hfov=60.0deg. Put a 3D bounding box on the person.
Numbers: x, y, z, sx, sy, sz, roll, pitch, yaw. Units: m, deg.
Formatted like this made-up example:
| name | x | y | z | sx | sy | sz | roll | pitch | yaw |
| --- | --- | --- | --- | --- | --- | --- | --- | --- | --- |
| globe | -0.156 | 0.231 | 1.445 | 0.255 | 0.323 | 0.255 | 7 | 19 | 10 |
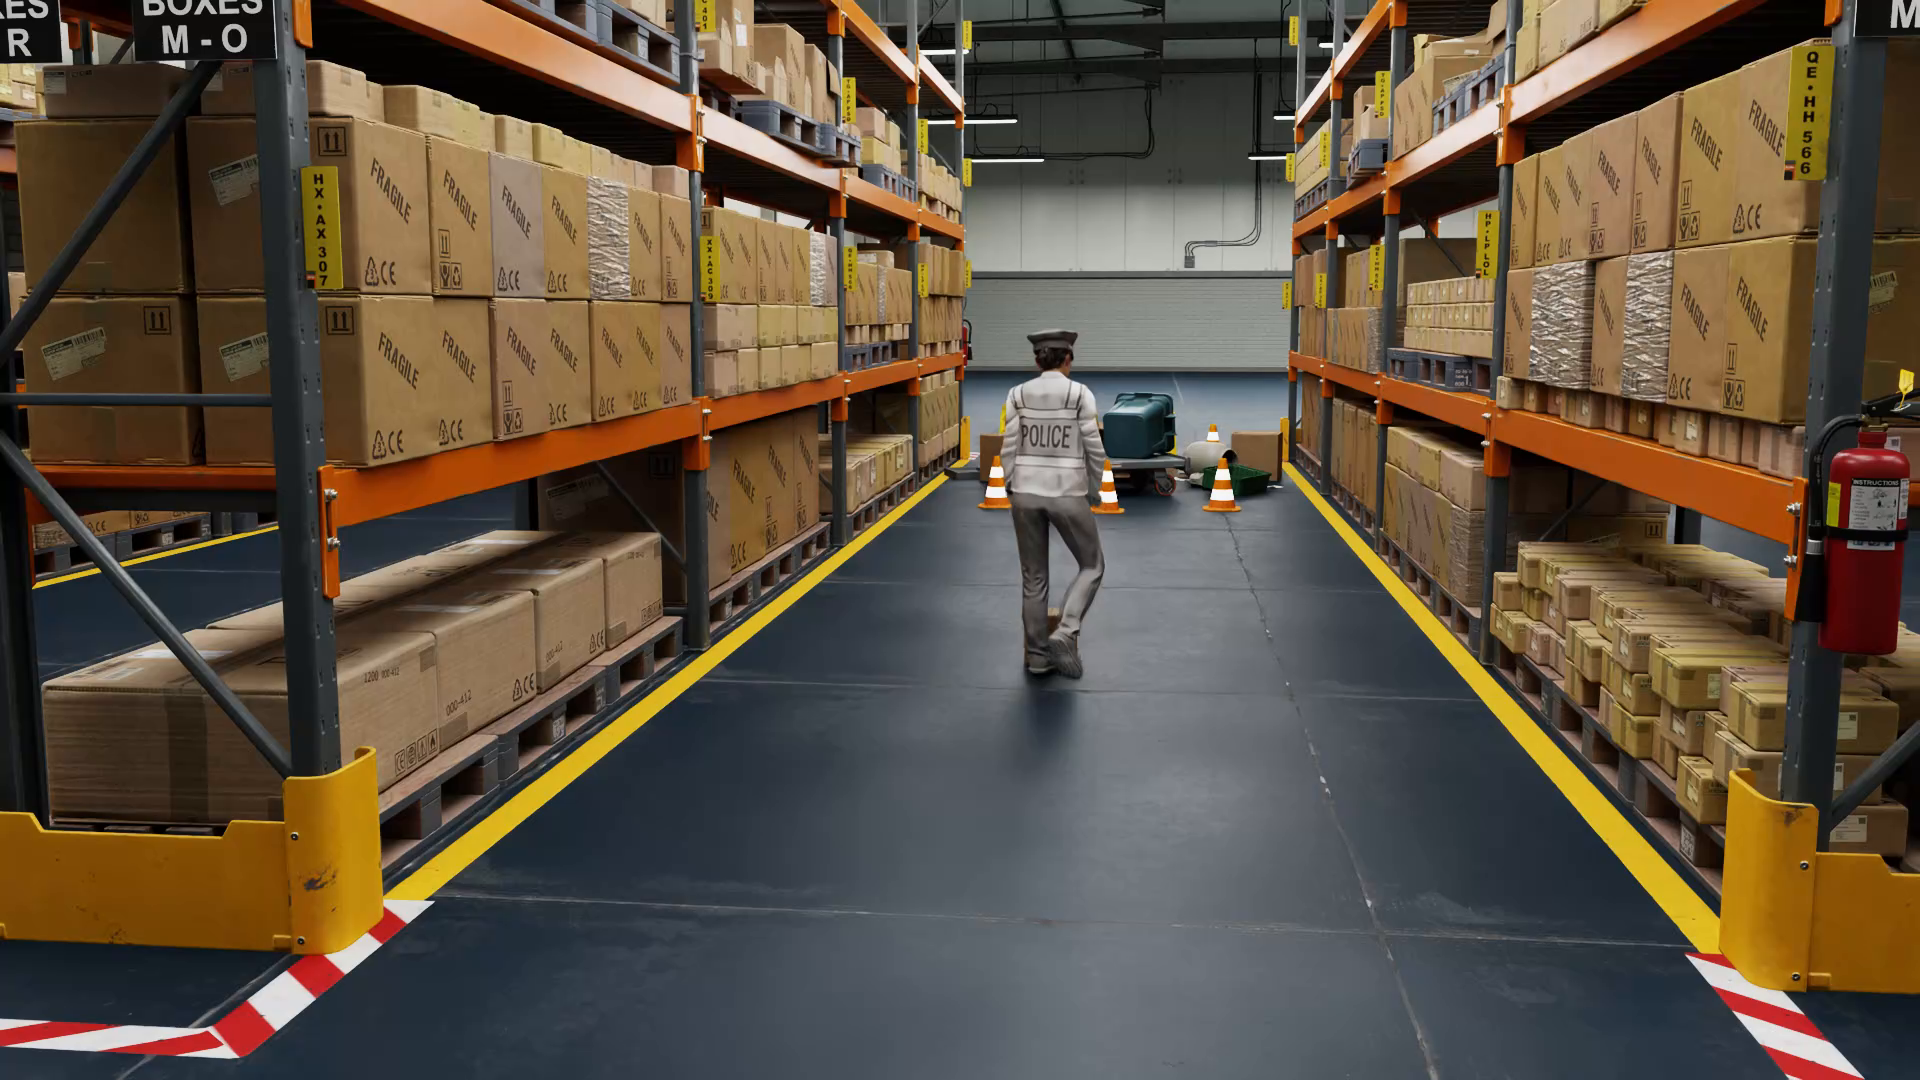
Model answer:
| name | x | y | z | sx | sy | sz | roll | pitch | yaw |
| --- | --- | --- | --- | --- | --- | --- | --- | --- | --- |
| person | 0.446 | -0.171 | 7.955 | 0.500 | 1.653 | 0.548 | 2 | 8 | 17 |
